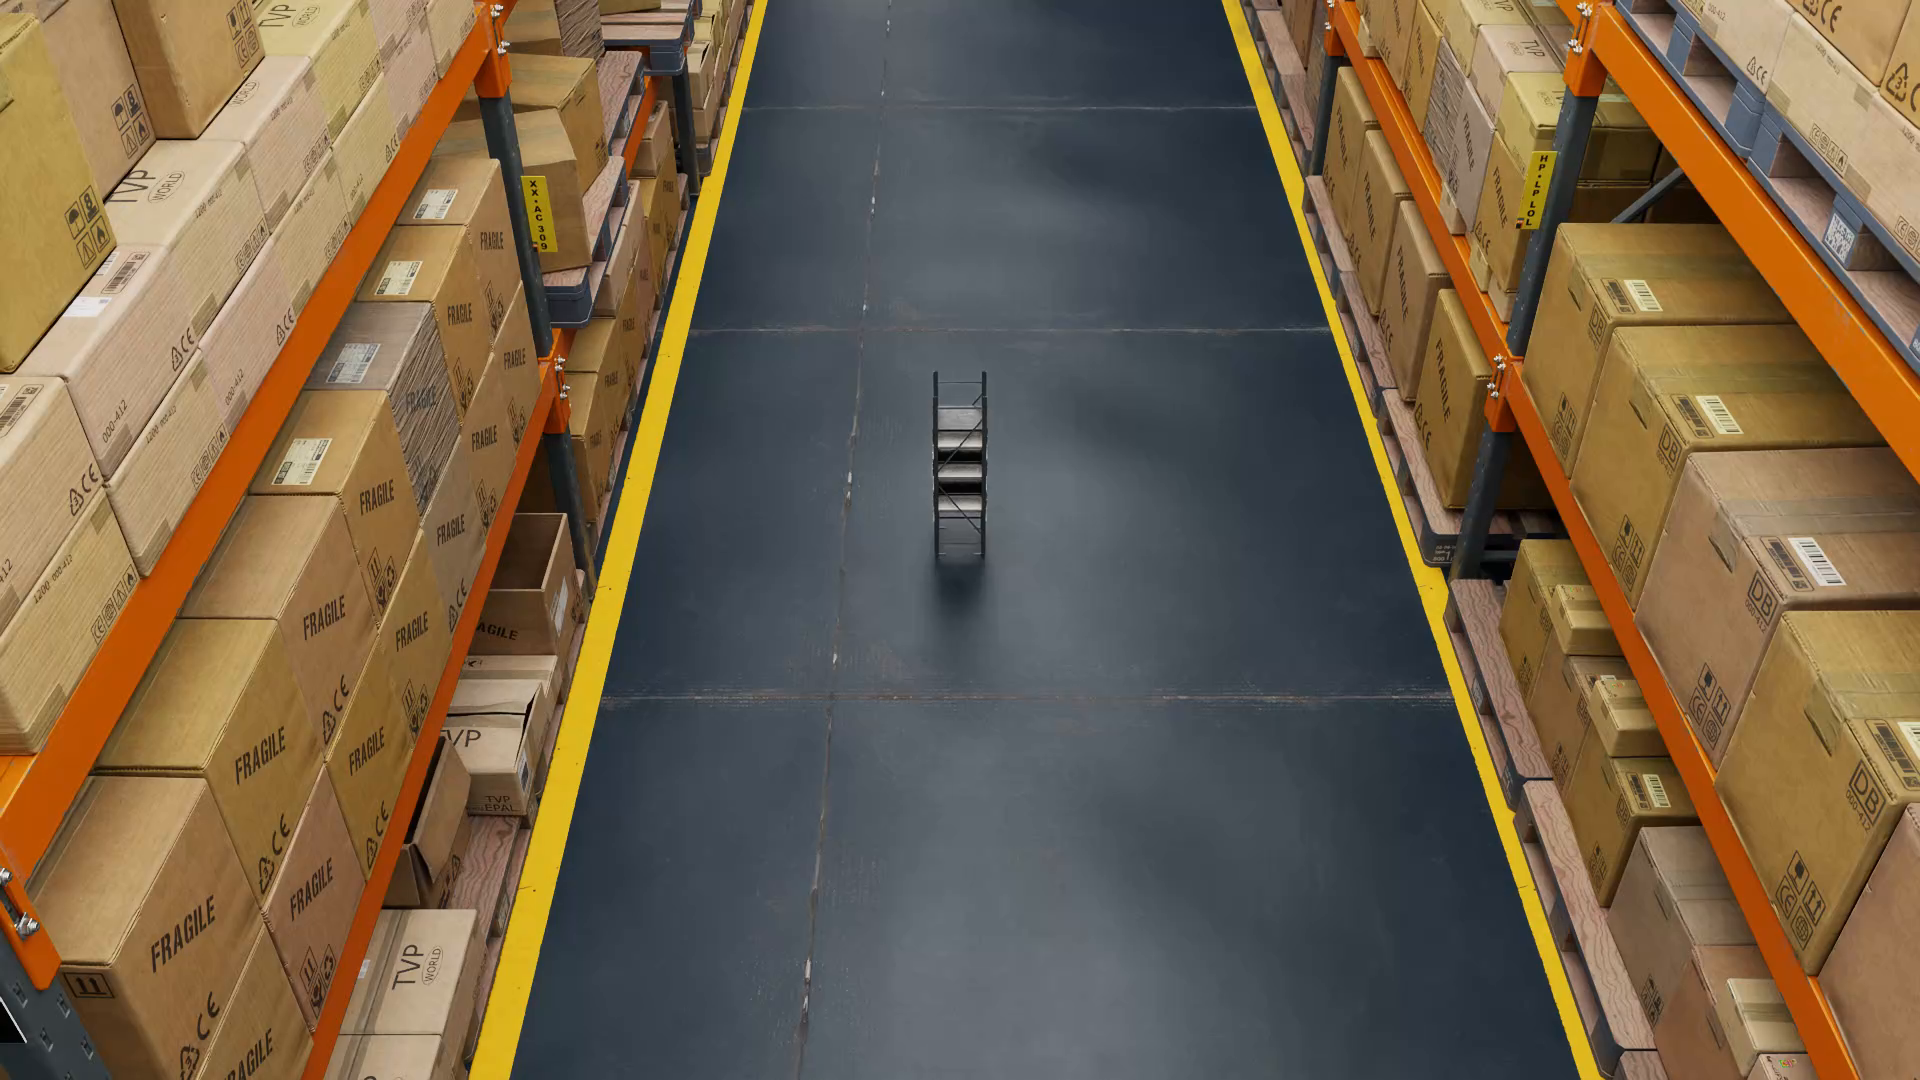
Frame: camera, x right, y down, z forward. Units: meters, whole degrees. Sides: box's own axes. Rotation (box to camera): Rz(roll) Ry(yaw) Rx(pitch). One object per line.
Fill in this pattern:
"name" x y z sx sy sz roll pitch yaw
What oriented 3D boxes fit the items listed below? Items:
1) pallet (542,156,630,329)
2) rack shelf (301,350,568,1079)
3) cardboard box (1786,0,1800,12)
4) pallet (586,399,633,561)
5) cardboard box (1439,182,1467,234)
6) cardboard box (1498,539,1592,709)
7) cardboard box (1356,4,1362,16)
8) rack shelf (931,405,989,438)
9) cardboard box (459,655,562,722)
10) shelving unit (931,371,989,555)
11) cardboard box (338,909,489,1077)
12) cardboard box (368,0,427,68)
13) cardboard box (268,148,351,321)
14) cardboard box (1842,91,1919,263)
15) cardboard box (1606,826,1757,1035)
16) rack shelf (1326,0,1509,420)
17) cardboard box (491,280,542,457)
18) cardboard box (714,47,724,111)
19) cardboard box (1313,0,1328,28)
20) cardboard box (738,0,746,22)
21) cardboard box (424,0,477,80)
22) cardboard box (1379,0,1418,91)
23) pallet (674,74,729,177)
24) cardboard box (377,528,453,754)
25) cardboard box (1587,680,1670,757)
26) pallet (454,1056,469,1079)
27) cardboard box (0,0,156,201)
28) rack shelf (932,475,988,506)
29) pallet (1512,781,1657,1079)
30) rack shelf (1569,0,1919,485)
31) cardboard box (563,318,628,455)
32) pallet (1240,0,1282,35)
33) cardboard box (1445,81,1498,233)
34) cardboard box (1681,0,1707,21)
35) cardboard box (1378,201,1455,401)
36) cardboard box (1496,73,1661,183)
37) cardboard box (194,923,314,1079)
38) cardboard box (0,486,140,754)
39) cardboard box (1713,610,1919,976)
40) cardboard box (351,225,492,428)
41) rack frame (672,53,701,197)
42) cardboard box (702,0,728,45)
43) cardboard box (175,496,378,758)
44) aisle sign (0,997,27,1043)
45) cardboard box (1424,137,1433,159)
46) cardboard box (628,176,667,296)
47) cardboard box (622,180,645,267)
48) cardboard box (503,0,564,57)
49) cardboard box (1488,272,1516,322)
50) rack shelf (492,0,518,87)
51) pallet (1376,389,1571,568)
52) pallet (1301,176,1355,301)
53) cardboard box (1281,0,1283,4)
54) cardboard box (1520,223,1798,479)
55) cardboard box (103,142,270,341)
"pallet" -2.078 -1.352 7.437 1.003 0.211 1.213 0 39 0
"rack shelf" -2.184 0.605 5.417 1.077 0.370 4.000 0 39 0
"cardboard box" 2.495 -1.773 4.515 0.500 0.500 0.500 -1 39 -1
"pallet" -2.225 -0.347 8.260 1.003 0.211 1.213 0 39 0
"cardboard box" 2.446 -1.539 7.702 0.380 0.149 0.250 0 39 0
"cardboard box" 2.666 0.347 6.827 0.700 0.500 0.500 0 39 1
"cardboard box" 2.531 -3.138 9.697 0.380 0.149 0.250 -1 39 -1
"rack shelf" 0.000 -0.531 7.560 0.258 0.077 0.200 0 39 0
"cardboard box" -1.842 0.605 6.770 0.380 0.149 0.250 0 39 0
"shelving unit" 0.000 -0.346 7.708 0.258 0.900 0.210 0 39 0
"cardboard box" -1.900 1.510 5.559 0.500 0.250 0.500 0 39 0
"cardboard box" -1.917 -1.617 4.936 0.500 0.250 0.500 0 39 0
"cardboard box" -1.925 -0.797 4.312 0.500 0.250 0.500 0 39 0
"cardboard box" 2.498 -0.855 3.969 0.500 0.250 0.500 -1 39 -1
"cardboard box" 2.669 1.315 5.619 0.700 0.500 0.500 -1 39 -2
"rack shelf" 2.765 -1.903 8.546 1.077 0.370 4.000 0 39 0
"cardboard box" -1.929 -0.653 6.332 0.500 0.500 0.500 1 39 1
"cardboard box" -1.899 -3.161 11.404 0.500 0.250 0.500 -1 39 -1
"cardboard box" 2.825 -3.403 11.490 0.700 0.500 0.500 0 39 0
"cardboard box" -1.905 -4.125 12.607 0.500 0.250 0.500 1 39 1
"cardboard box" -1.920 -1.735 5.483 0.500 0.250 0.500 0 39 0
"cardboard box" 2.498 -2.655 8.576 0.500 0.500 0.500 0 39 0
"pallet" -2.153 -2.855 11.389 1.003 0.211 1.213 0 39 0
"cardboard box" -1.921 0.309 5.131 0.500 0.500 0.500 0 39 1
"cardboard box" 2.484 0.634 5.950 0.380 0.149 0.250 -1 39 -1
"pallet" -2.184 2.117 5.185 1.003 0.211 1.213 0 39 0
"cardboard box" -2.222 -0.972 3.531 0.700 0.500 0.500 0 39 0
"rack shelf" 0.000 -0.250 7.785 0.258 0.077 0.200 0 39 0
"pallet" 2.694 1.396 6.085 1.003 0.211 1.213 0 39 0
"rack shelf" 2.770 -0.572 4.487 1.077 0.370 4.000 0 39 0
"cardboard box" -1.955 -0.759 8.191 0.500 0.500 0.500 0 39 1
"pallet" 2.760 -4.360 13.268 1.003 0.211 1.213 0 39 0
"cardboard box" 2.504 -1.703 7.388 0.500 0.500 0.500 0 39 0
"cardboard box" 2.505 -1.815 5.167 0.500 0.250 0.500 0 39 0
"cardboard box" 2.633 -1.220 8.502 0.750 0.750 0.750 1 39 1
"cardboard box" 2.511 -1.680 6.760 0.500 0.250 0.500 1 39 1
"cardboard box" -1.919 1.258 3.947 0.500 0.500 0.500 1 39 1
"cardboard box" -1.928 0.141 3.142 0.500 0.250 0.500 0 39 0
"cardboard box" 2.749 0.678 4.511 0.980 0.700 0.700 0 39 0
"cardboard box" -1.924 -0.719 5.615 0.500 0.500 0.500 -1 39 -1
"rack frame" -2.191 -3.428 9.875 1.000 3.000 0.127 0 39 0
"cardboard box" -1.905 -3.713 11.645 0.500 0.311 0.500 -1 39 -1
"cardboard box" -1.922 0.228 4.433 0.500 0.500 0.500 0 39 1
"aisle sign" -1.888 0.603 2.766 0.394 0.787 0.004 0 39 0
"cardboard box" 2.537 -2.014 8.295 0.380 0.149 0.250 1 39 1
"cardboard box" -1.955 -1.716 9.385 0.500 0.500 0.500 -1 39 -2
"cardboard box" -1.945 -1.657 8.712 0.500 0.250 0.500 -1 39 -1
"cardboard box" -2.250 -2.234 7.969 0.700 0.500 0.500 -9 40 -11
"cardboard box" 2.484 -1.054 7.096 0.380 0.149 0.250 0 39 0
"rack shelf" -2.189 -3.067 7.601 1.077 0.370 4.000 0 39 0
"pallet" 2.691 -0.327 8.235 1.003 0.211 1.213 0 39 0
"pallet" 2.688 -1.853 10.139 1.003 0.211 1.213 0 39 0
"cardboard box" 2.826 -4.348 12.670 0.700 0.500 0.500 -1 39 -1
"cardboard box" 2.752 -0.710 6.243 0.980 0.700 0.700 1 39 1
"cardboard box" -1.923 -0.679 3.766 0.500 0.250 0.500 0 39 0
